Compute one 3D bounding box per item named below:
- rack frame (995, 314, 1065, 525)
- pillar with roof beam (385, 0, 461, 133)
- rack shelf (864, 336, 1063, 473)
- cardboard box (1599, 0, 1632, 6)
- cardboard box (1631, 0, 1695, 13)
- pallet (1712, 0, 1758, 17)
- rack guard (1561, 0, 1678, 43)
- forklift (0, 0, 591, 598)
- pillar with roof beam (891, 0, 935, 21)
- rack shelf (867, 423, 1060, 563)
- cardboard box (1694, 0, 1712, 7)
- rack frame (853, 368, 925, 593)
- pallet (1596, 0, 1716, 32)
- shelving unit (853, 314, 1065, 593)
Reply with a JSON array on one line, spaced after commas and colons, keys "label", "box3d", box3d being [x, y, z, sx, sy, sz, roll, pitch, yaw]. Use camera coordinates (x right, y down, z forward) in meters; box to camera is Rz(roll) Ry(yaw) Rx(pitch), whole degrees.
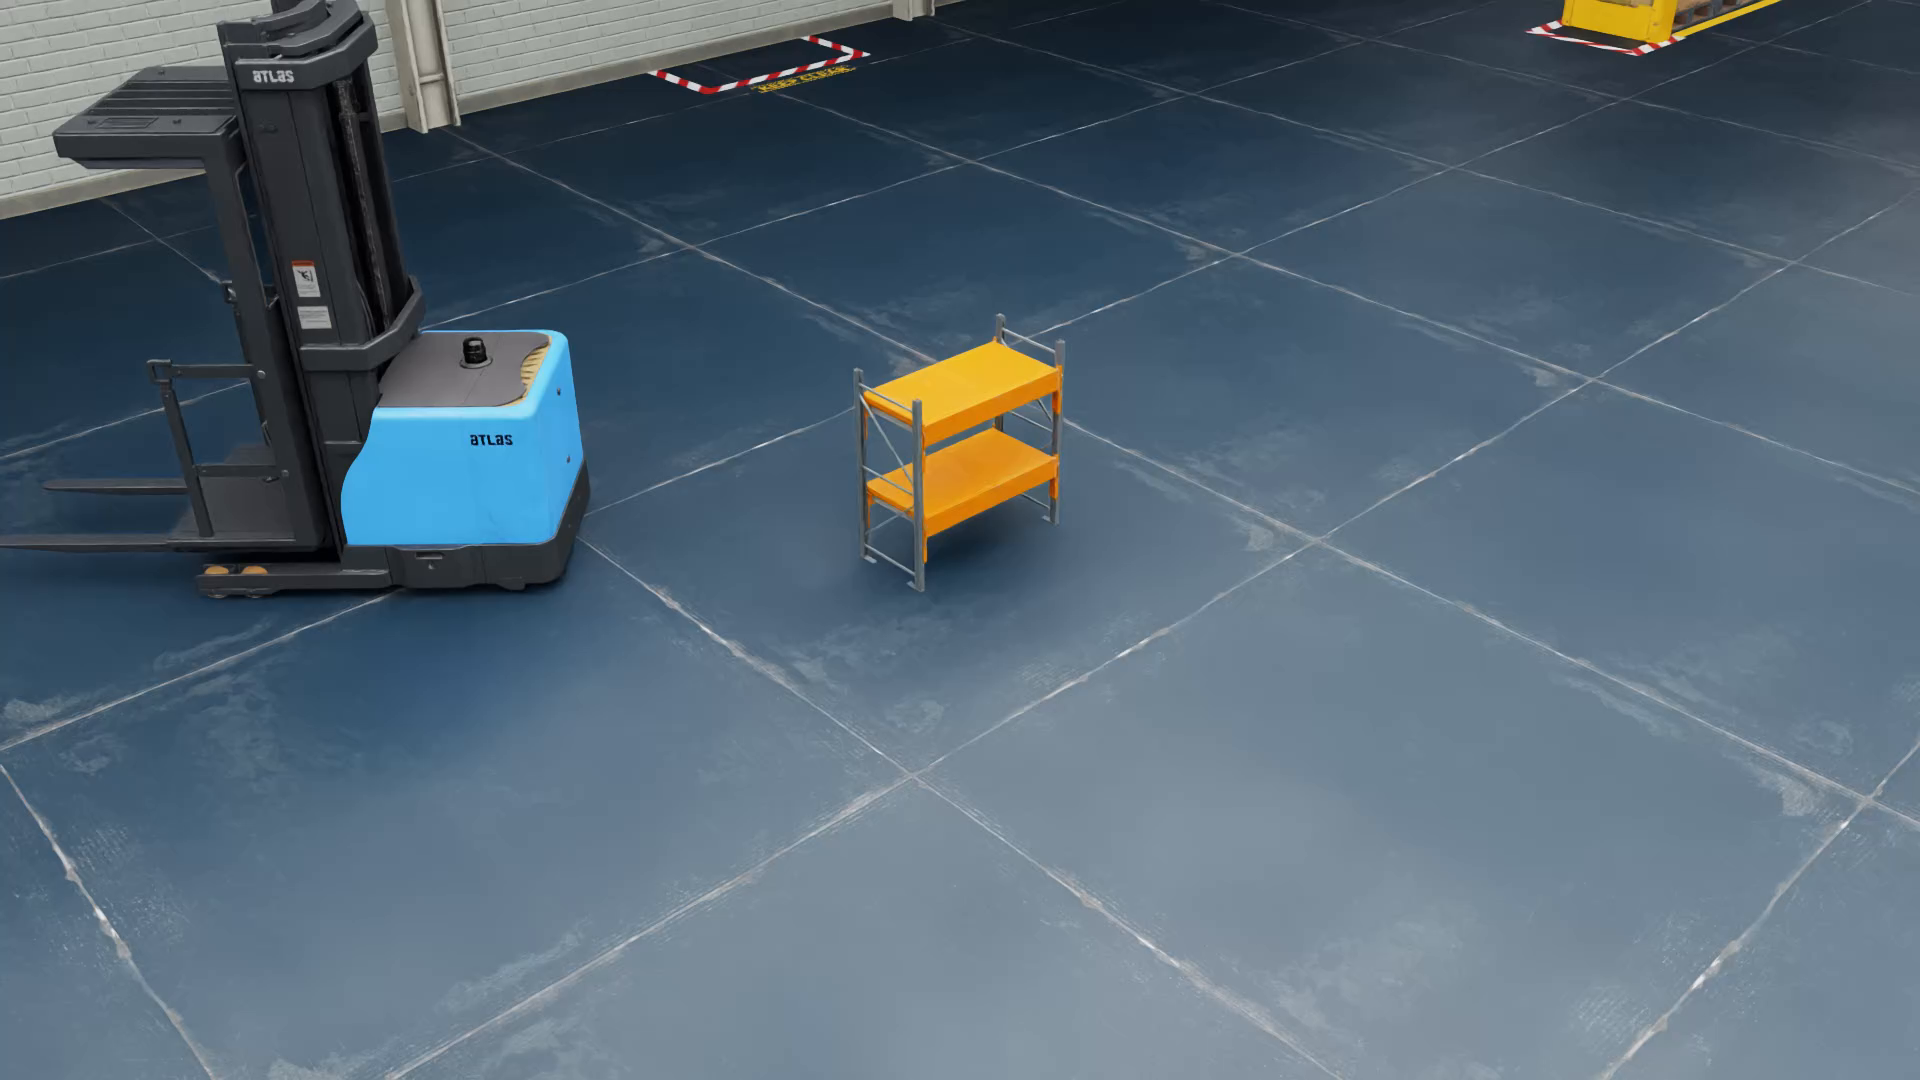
[{"label": "rack frame", "box3d": [0.378, -0.663, 9.255, 0.032, 1.125, 0.500, -26, 40, -35]}, {"label": "pillar with roof beam", "box3d": [-2.010, -6.087, 10.579, 0.400, 9.000, 9.100, -26, 40, -35]}, {"label": "rack shelf", "box3d": [0.005, -0.732, 8.808, 1.000, 0.278, 0.538, -26, 40, -35]}, {"label": "cardboard box", "box3d": [7.500, -6.268, 18.858, 0.500, 0.250, 0.500, -26, 40, -35]}, {"label": "cardboard box", "box3d": [7.852, -6.070, 18.534, 0.500, 0.250, 0.500, -26, 40, -35]}, {"label": "pallet", "box3d": [8.734, -6.487, 19.655, 1.213, 0.211, 1.003, -26, 40, -35]}, {"label": "rack guard", "box3d": [7.290, -5.883, 18.392, 0.348, 0.500, 1.175, -26, 40, -35]}, {"label": "forklift", "box3d": [-3.630, -1.224, 8.441, 3.031, 2.935, 1.130, 0, 31, -1]}, {"label": "pillar with roof beam", "box3d": [2.389, -8.216, 14.059, 0.400, 9.000, 9.100, -26, 40, -35]}, {"label": "rack shelf", "box3d": [0.005, -0.274, 9.088, 1.000, 0.278, 0.538, -26, 40, -35]}, {"label": "cardboard box", "box3d": [8.216, -6.248, 18.826, 0.500, 0.250, 0.500, -26, 40, -35]}, {"label": "rack frame", "box3d": [-0.368, -0.302, 8.666, 0.032, 1.125, 0.500, -26, 40, -35]}, {"label": "pallet", "box3d": [7.840, -6.056, 18.951, 1.213, 0.211, 1.003, -26, 40, -35]}, {"label": "shelving unit", "box3d": [0.005, -0.482, 8.960, 1.048, 1.125, 0.538, -26, 40, -35]}]
